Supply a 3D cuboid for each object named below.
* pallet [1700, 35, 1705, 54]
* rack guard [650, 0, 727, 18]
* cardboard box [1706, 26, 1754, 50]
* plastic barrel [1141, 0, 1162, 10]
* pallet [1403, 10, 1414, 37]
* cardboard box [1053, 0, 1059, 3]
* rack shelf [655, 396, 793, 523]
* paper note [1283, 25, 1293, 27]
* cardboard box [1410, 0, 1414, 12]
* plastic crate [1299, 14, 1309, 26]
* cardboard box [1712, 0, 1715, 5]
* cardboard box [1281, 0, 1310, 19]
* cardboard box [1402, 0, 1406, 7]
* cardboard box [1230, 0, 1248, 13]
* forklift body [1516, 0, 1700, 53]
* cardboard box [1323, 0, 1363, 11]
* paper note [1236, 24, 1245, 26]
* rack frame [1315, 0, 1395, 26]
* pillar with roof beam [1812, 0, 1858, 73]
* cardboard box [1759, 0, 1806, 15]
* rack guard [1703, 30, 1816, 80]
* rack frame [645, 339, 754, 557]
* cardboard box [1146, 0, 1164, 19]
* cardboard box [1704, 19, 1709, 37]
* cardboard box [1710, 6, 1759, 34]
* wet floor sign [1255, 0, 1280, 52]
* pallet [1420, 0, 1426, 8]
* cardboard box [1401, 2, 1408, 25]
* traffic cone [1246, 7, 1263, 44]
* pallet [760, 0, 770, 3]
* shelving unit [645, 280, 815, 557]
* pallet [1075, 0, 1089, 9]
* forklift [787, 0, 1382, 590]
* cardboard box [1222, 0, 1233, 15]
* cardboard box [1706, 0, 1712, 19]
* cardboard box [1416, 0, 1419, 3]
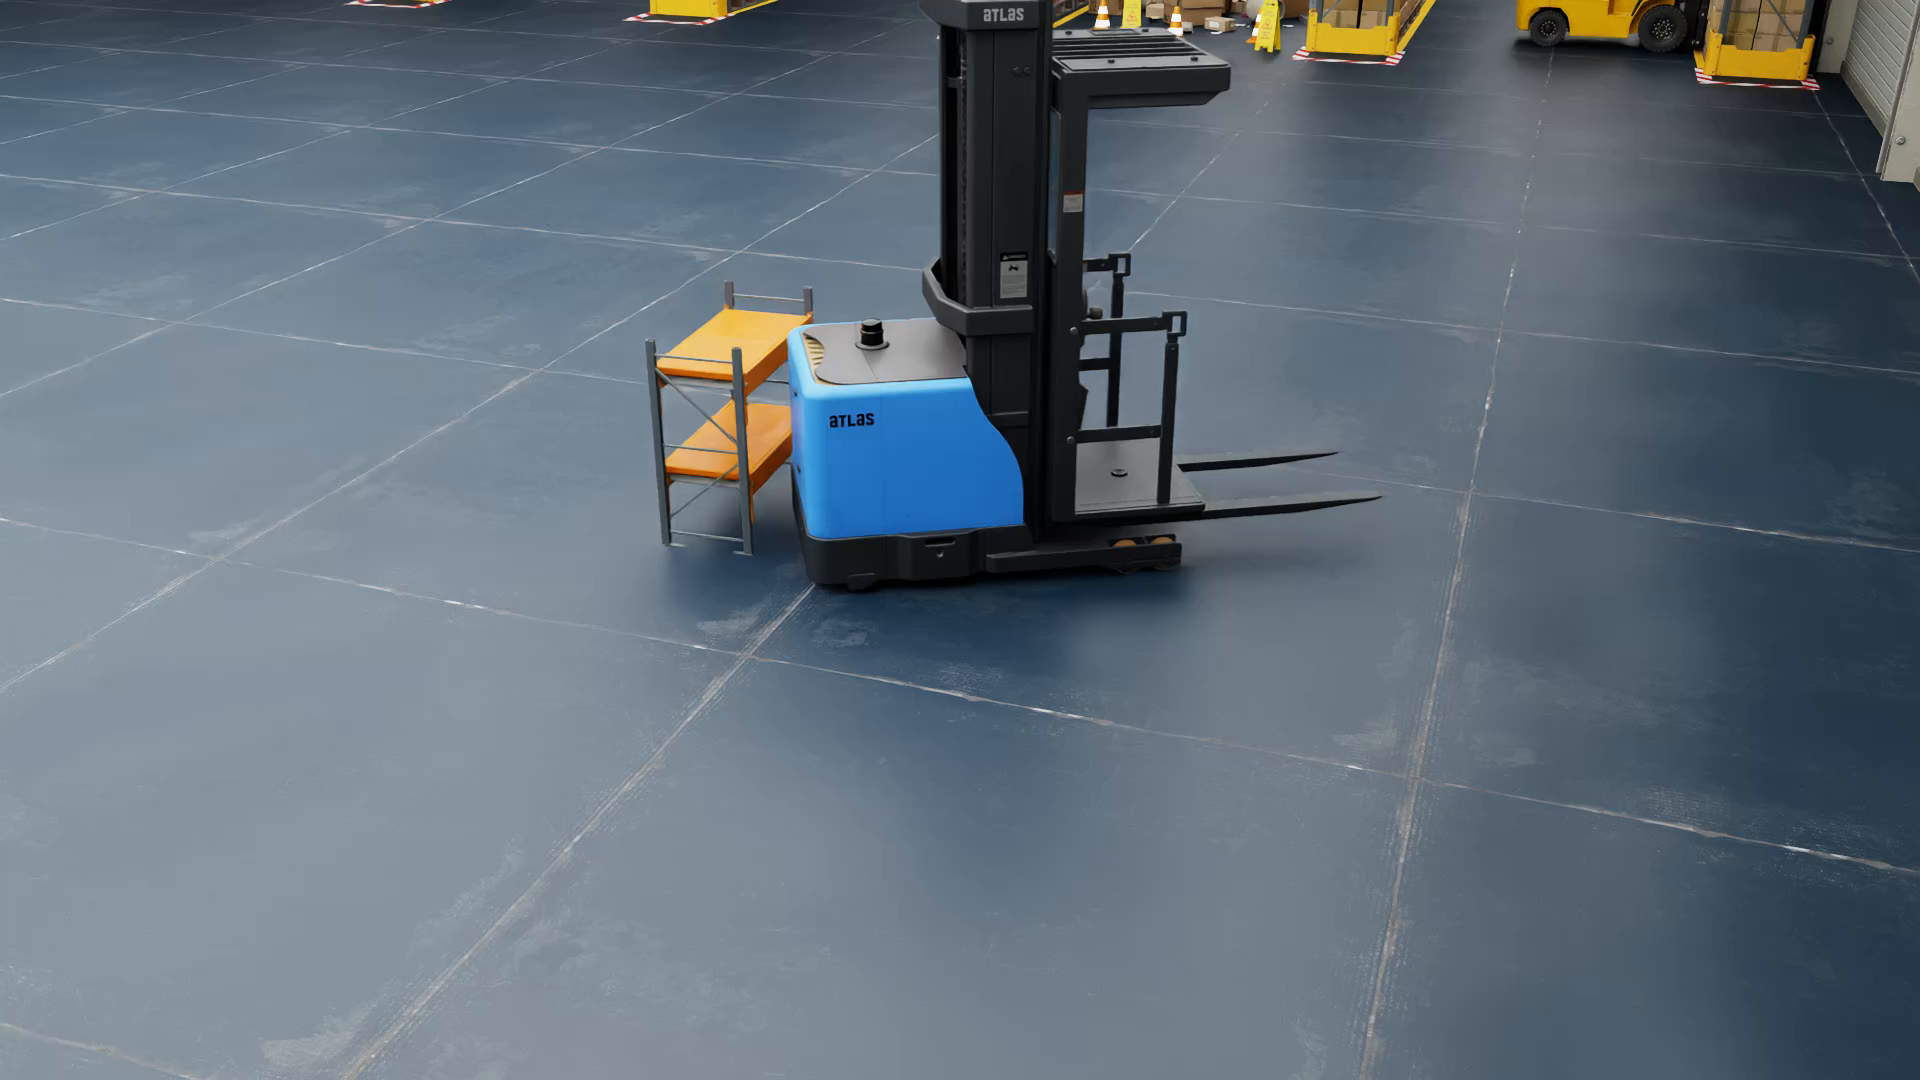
[{"bbox_3d":[10.512,-6.707,22.360,1.003,0.211,1.213,9,27,17],"label":"pallet"},{"bbox_3d":[-4.113,-8.203,25.119,1.175,0.500,0.348,9,27,17],"label":"rack guard"},{"bbox_3d":[9.748,-6.332,21.060,0.500,0.250,0.500,9,27,18],"label":"cardboard box"},{"bbox_3d":[2.906,-8.332,25.473,0.421,0.421,0.512,-14,29,-27],"label":"plastic barrel"},{"bbox_3d":[5.944,-7.465,23.925,1.003,0.211,1.213,9,27,17],"label":"pallet"},{"bbox_3d":[0.960,-8.419,24.653,0.875,0.875,0.875,8,27,17],"label":"cardboard box"},{"bbox_3d":[-1.177,-0.449,8.948,0.538,0.278,1.000,7,27,14],"label":"rack shelf"},{"bbox_3d":[4.773,-7.474,24.150,0.142,0.019,0.148,0,26,-1],"label":"paper note"},{"bbox_3d":[6.254,-7.745,23.977,0.500,0.250,0.500,9,27,18],"label":"cardboard box"},{"bbox_3d":[5.243,-7.664,24.486,0.402,0.080,0.583,0,26,-1],"label":"plastic crate"},{"bbox_3d":[9.913,-6.988,21.268,0.500,0.250,0.500,9,27,18],"label":"cardboard box"},{"bbox_3d":[4.899,-8.137,24.979,0.500,0.500,0.500,-14,29,-27],"label":"cardboard box"},{"bbox_3d":[5.914,-7.666,22.954,0.500,0.500,0.500,8,27,16],"label":"cardboard box"},{"bbox_3d":[4.243,-8.250,25.484,0.258,0.266,0.396,-9,27,-18],"label":"cardboard box"},{"bbox_3d":[8.800,-7.804,22.399,2.313,2.155,1.214,9,27,17],"label":"forklift body"},{"bbox_3d":[5.228,-7.516,22.644,0.500,0.500,0.500,9,27,18],"label":"cardboard box"},{"bbox_3d":[4.069,-7.523,24.266,0.148,0.019,0.142,20,32,35],"label":"paper note"},{"bbox_3d":[5.207,-7.860,21.542,1.000,3.000,0.127,9,27,17],"label":"rack frame"},{"bbox_3d":[6.911,-10.622,20.362,9.100,9.000,0.400,9,27,17],"label":"pillar with roof beam"},{"bbox_3d":[10.228,-6.713,20.700,0.500,0.250,0.500,8,27,17],"label":"cardboard box"},{"bbox_3d":[9.881,-6.007,20.583,1.175,0.500,0.348,9,27,17],"label":"rack guard"},{"bbox_3d":[-1.310,-0.456,8.400,0.500,1.125,0.032,7,27,14],"label":"rack frame"},{"bbox_3d":[3.002,-7.976,24.919,0.396,0.266,0.258,14,29,26],"label":"cardboard box"},{"bbox_3d":[10.097,-6.739,21.901,0.500,0.250,0.500,9,27,18],"label":"cardboard box"},{"bbox_3d":[9.756,-6.564,20.964,0.500,0.250,0.500,8,27,17],"label":"cardboard box"},{"bbox_3d":[4.135,-6.878,22.214,0.267,0.644,0.232,20,32,35],"label":"wet floor sign"},{"bbox_3d":[6.796,-8.569,26.206,1.003,0.211,1.213,9,27,17],"label":"pallet"},{"bbox_3d":[5.913,-7.312,23.082,0.500,0.250,0.500,10,27,19],"label":"cardboard box"},{"bbox_3d":[4.134,-7.082,22.846,0.336,0.463,0.334,9,27,17],"label":"traffic cone"},{"bbox_3d":[-3.401,-8.902,26.893,1.003,0.211,1.213,9,27,17],"label":"pallet"},{"bbox_3d":[-1.177,-0.669,8.842,0.538,1.125,1.048,7,27,14],"label":"shelving unit"},{"bbox_3d":[1.510,-8.624,26.320,1.003,0.211,1.213,9,27,17],"label":"pallet"},{"bbox_3d":[0.666,-1.372,8.220,3.031,2.935,1.130,-5,26,-9],"label":"forklift"},{"bbox_3d":[3.708,-8.272,25.102,0.797,0.637,0.503,9,27,17],"label":"cardboard box"},{"bbox_3d":[10.085,-6.983,21.831,0.500,0.250,0.500,8,27,16],"label":"cardboard box"},{"bbox_3d":[6.595,-8.173,24.862,0.500,0.250,0.500,10,28,20],"label":"cardboard box"}]
